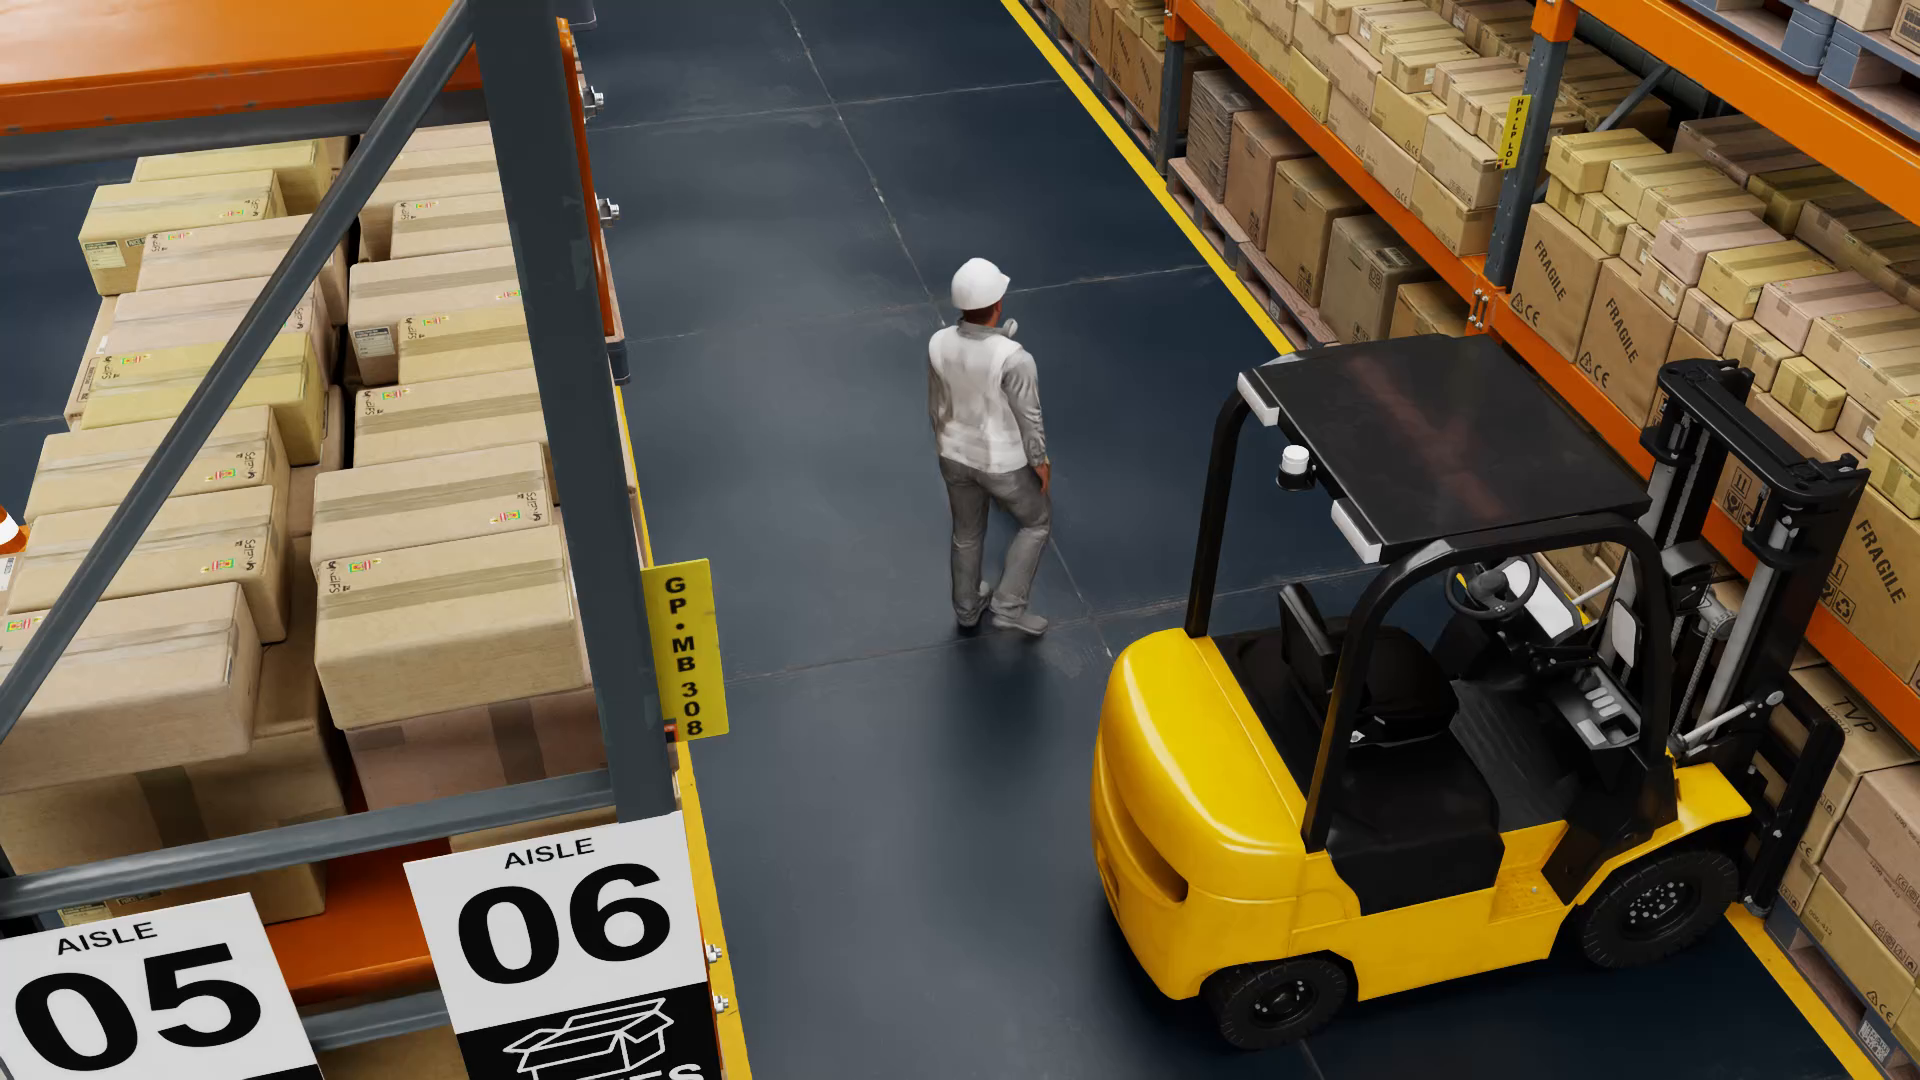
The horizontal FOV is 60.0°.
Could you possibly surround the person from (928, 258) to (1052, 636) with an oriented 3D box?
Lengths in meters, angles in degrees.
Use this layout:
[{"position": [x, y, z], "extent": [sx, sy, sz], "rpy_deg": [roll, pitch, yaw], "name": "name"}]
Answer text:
[{"position": [0.131, -0.368, 7.136], "extent": [0.620, 1.766, 0.412], "rpy_deg": [21, 43, 25], "name": "person"}]
